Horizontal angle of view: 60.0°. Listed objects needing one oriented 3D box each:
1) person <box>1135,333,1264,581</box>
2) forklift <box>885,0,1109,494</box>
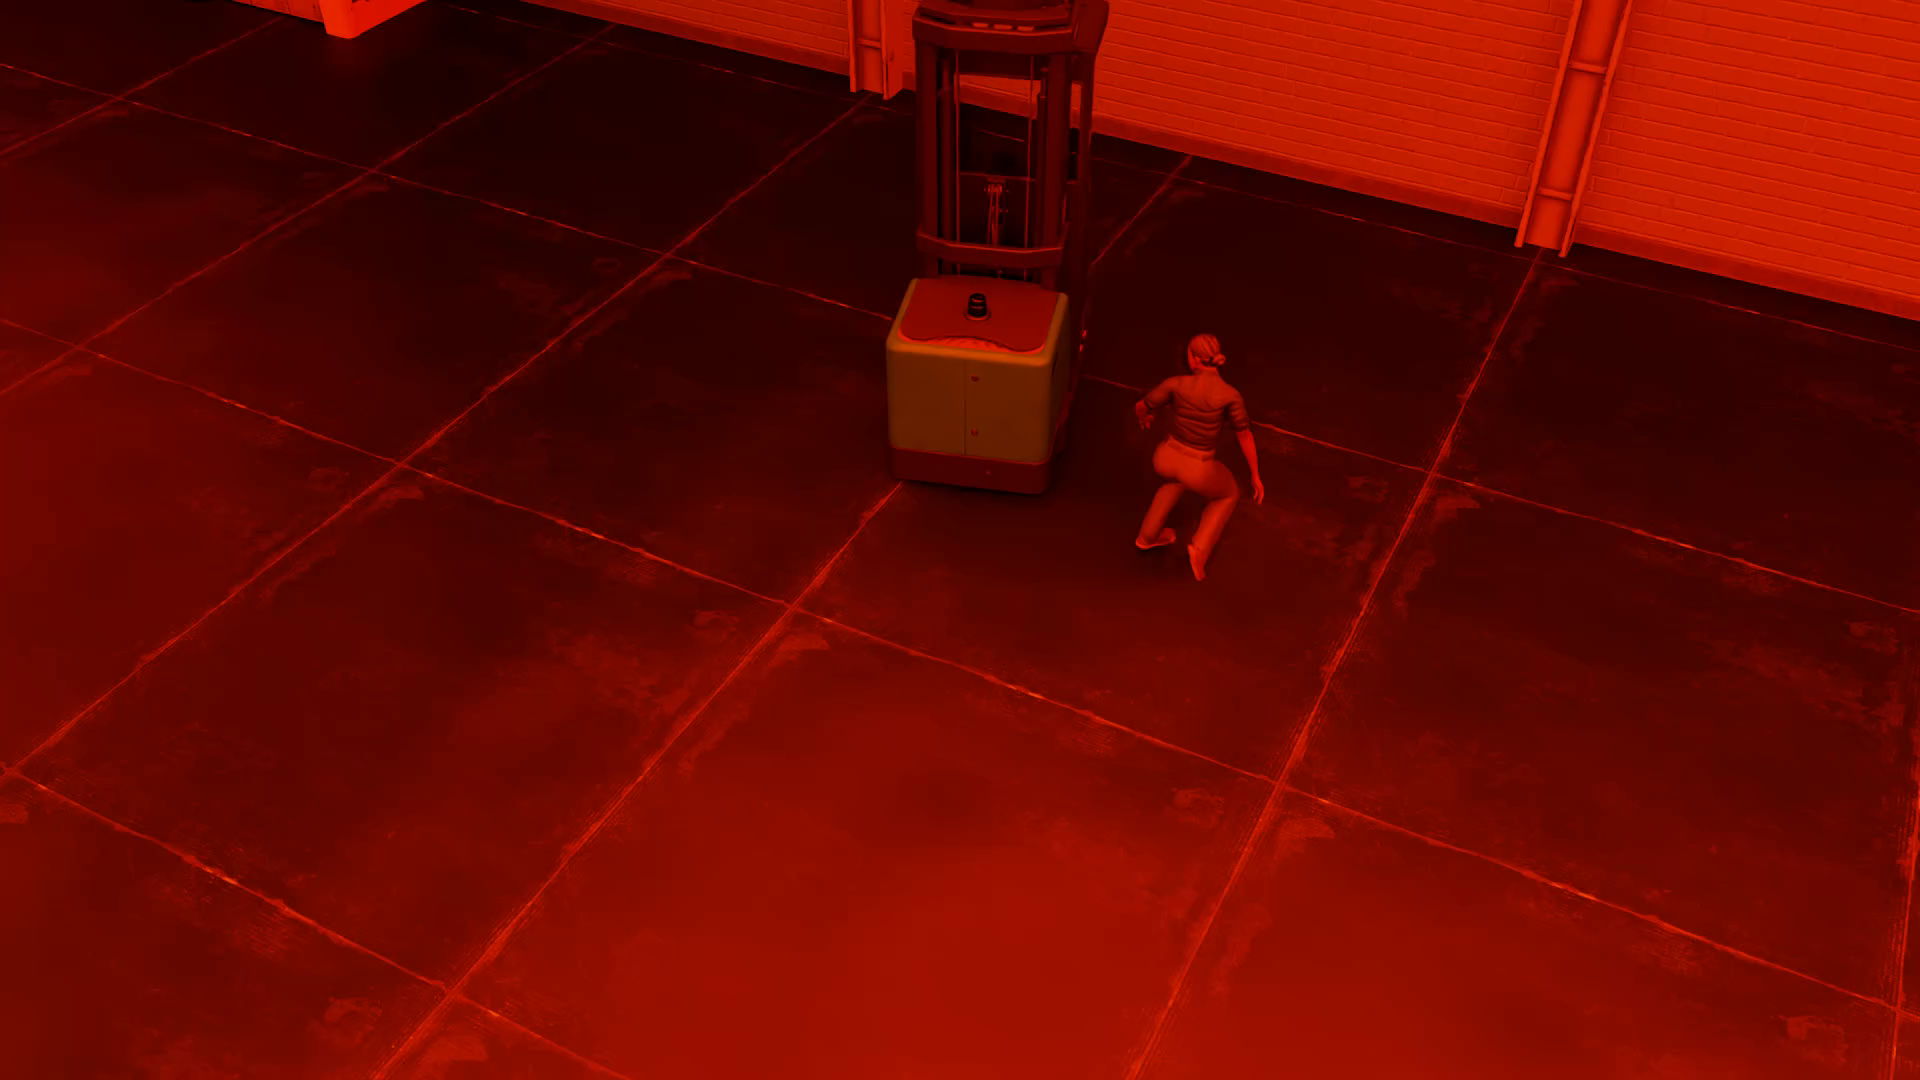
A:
[{"bbox_3d":[1.389,-0.464,9.709,0.885,1.503,0.493,20,44,22],"label":"person"},{"bbox_3d":[0.317,-2.363,10.792,1.130,2.935,3.031,7,41,8],"label":"forklift"}]
